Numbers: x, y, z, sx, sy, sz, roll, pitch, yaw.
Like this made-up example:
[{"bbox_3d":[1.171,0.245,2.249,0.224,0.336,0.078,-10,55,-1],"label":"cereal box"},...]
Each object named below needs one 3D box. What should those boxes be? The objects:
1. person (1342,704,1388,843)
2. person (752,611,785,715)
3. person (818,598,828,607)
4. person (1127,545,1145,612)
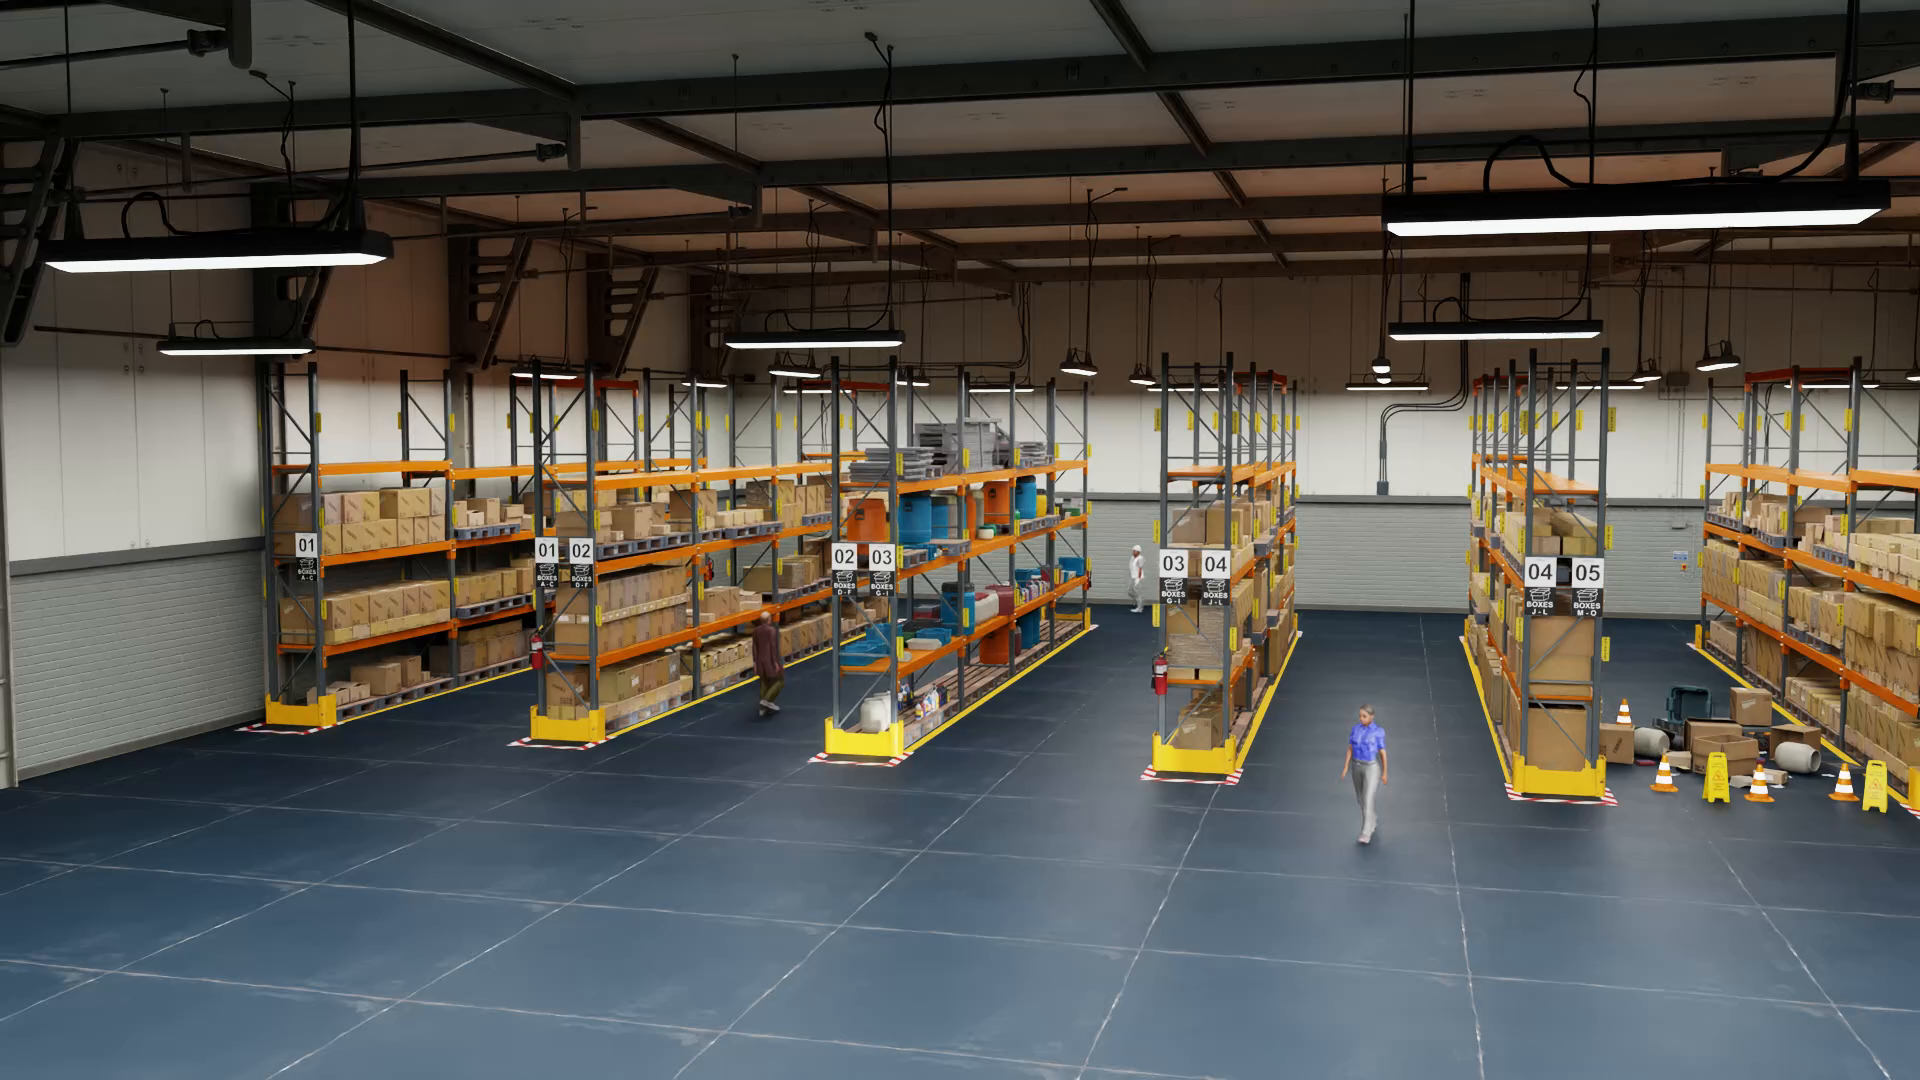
[{"bbox_3d":[4.892,2.784,20.009,0.824,1.635,0.496,-4,5,-41],"label":"person"},{"bbox_3d":[-3.329,2.107,28.495,0.626,1.770,0.571,2,5,28],"label":"person"},{"bbox_3d":[-3.534,1.149,42.411,0.533,1.734,1.011,2,5,30],"label":"person"},{"bbox_3d":[4.639,1.028,43.777,0.453,1.798,0.578,0,4,-5],"label":"person"}]
